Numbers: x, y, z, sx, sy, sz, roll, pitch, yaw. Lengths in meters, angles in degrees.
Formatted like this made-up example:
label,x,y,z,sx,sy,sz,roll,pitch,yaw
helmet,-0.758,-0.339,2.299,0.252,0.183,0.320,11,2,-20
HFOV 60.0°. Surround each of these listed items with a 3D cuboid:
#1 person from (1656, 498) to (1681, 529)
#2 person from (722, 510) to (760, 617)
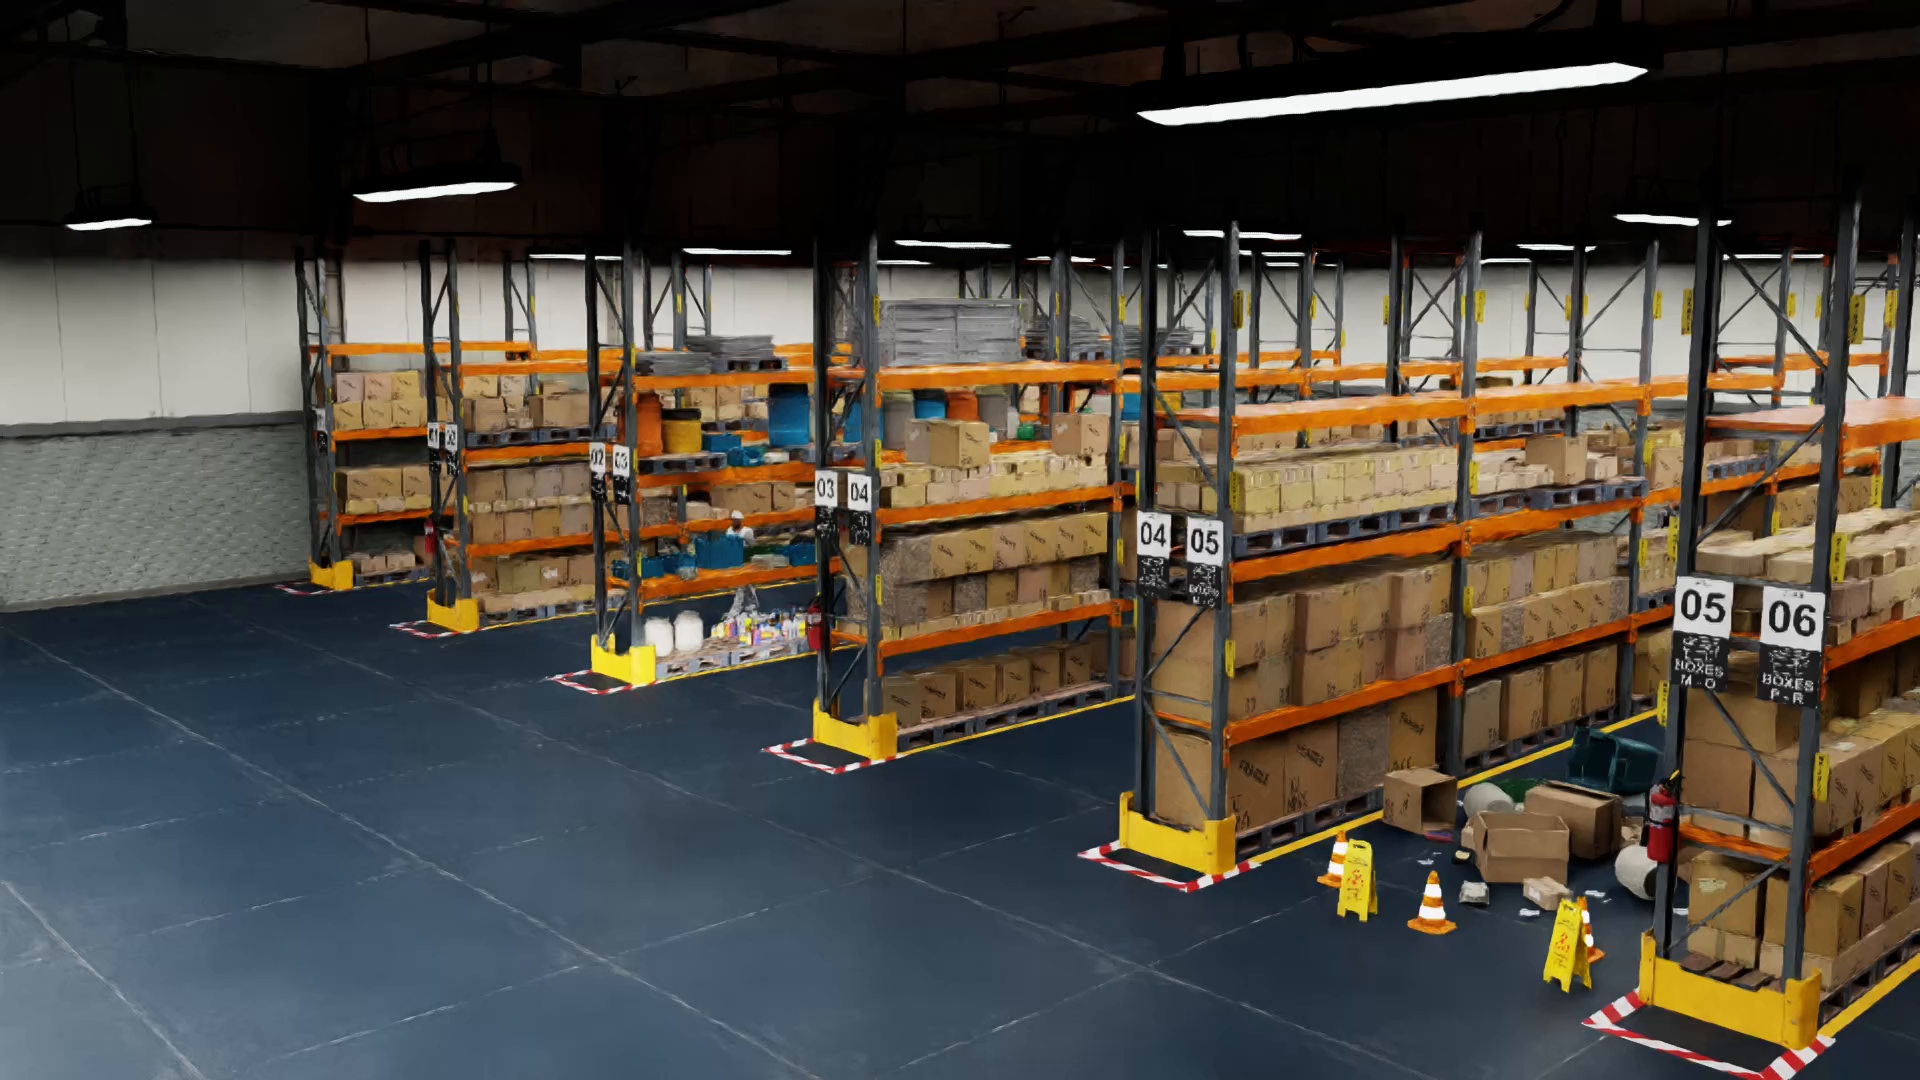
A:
label,x,y,z,sx,sy,sz,roll,pitch,yaw
person,12.436,0.015,29.320,0.698,1.713,0.471,-3,9,-17
person,-3.589,0.370,26.868,0.554,1.724,1.029,7,11,39
